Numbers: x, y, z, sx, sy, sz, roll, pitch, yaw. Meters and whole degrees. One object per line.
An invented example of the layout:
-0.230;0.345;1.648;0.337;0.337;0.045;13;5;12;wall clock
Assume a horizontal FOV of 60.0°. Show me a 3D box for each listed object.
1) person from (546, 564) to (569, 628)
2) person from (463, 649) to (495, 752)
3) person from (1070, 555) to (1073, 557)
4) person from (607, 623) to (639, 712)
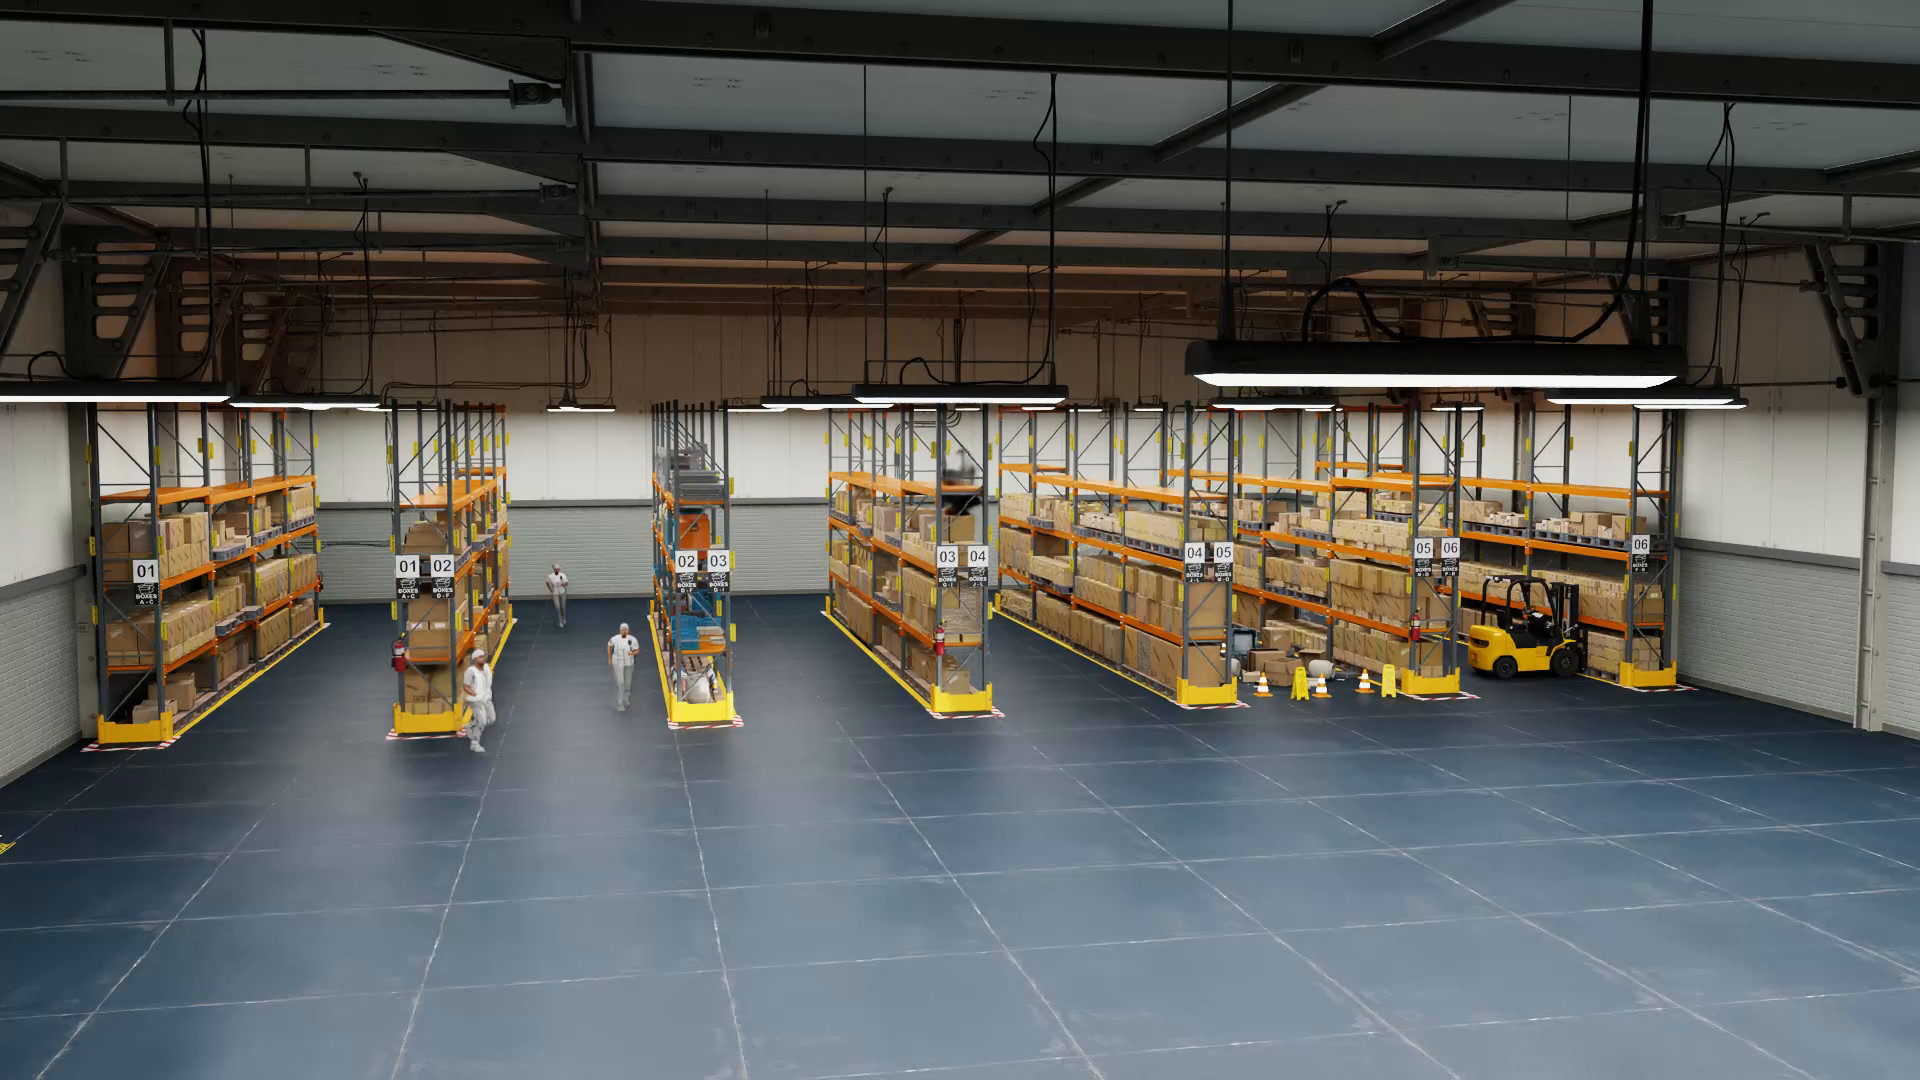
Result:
-10.880;1.504;45.006;0.578;1.764;0.721;-2;5;-20;person
-8.186;2.727;28.348;0.612;1.744;0.706;2;5;23;person
3.227;1.065;50.247;0.687;1.758;0.654;-2;5;-20;person
-6.530;2.466;32.310;0.571;1.722;0.822;-2;5;-20;person
